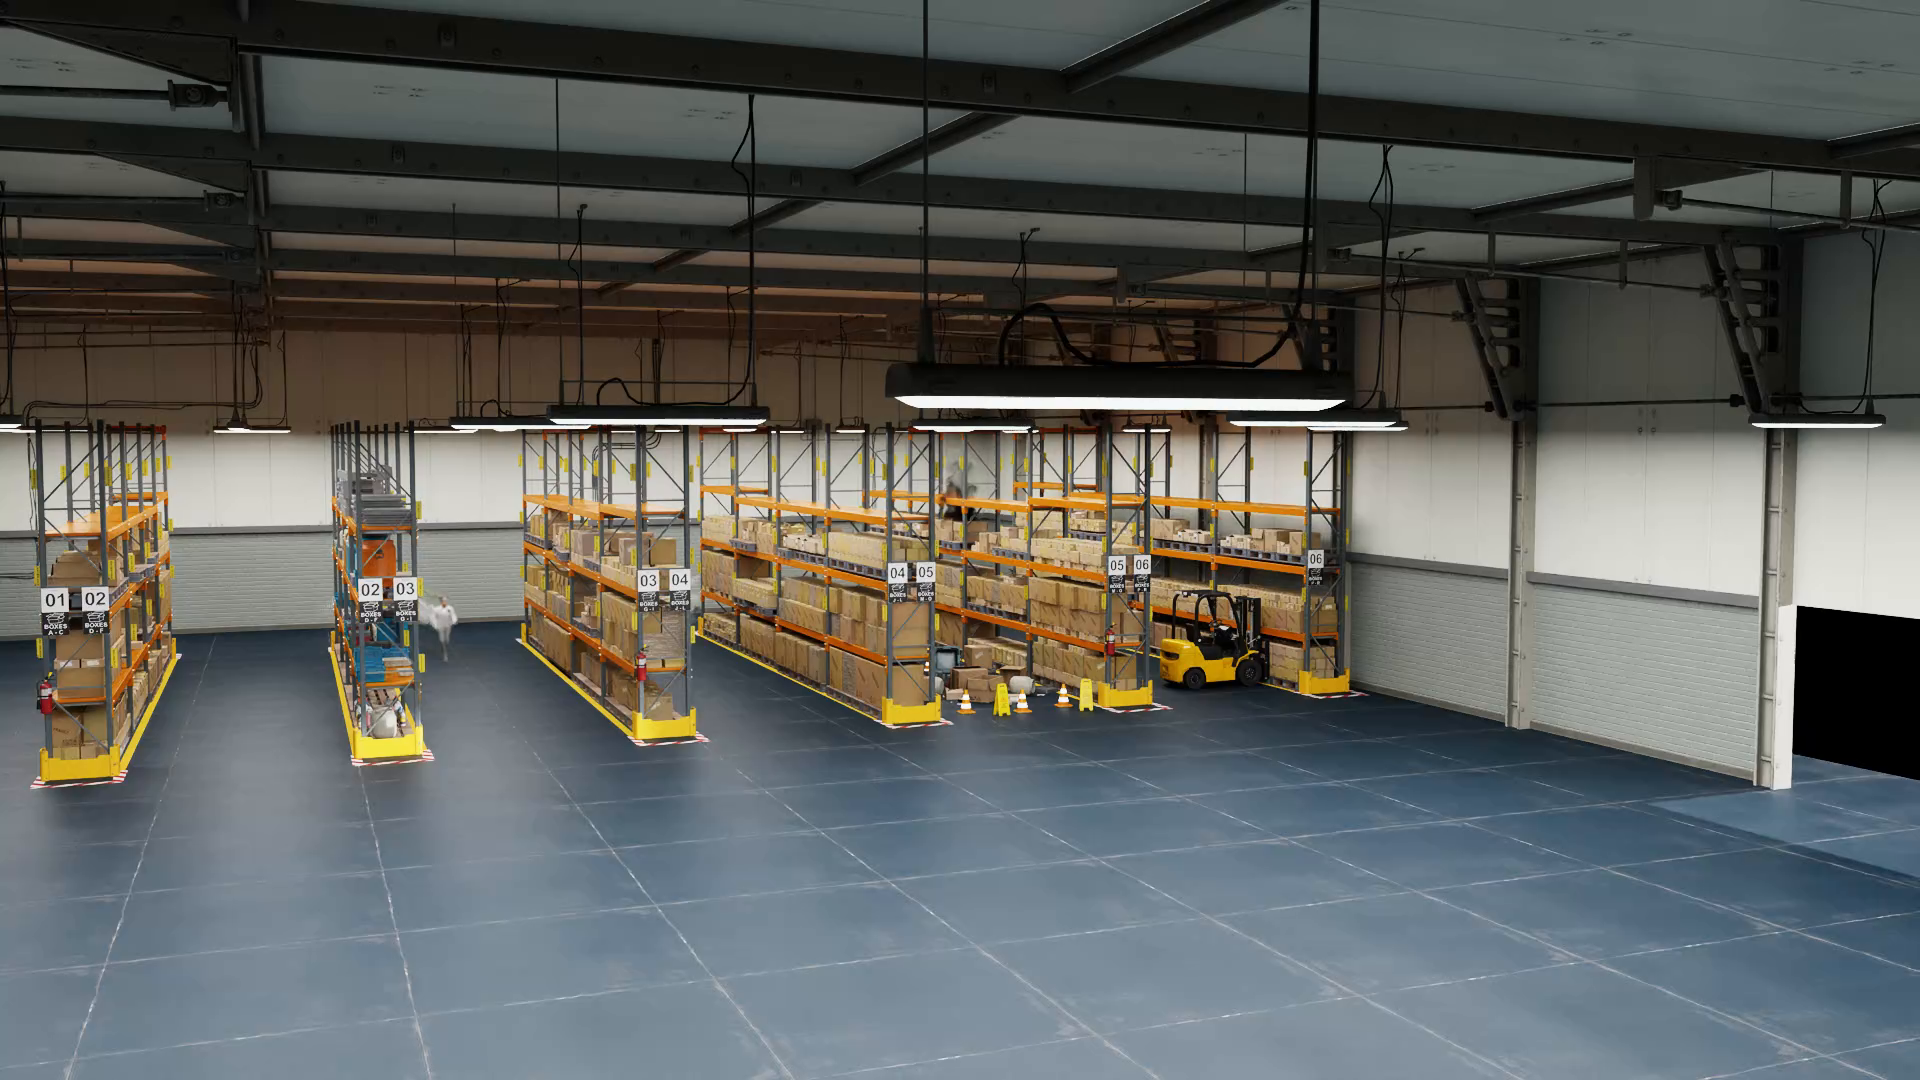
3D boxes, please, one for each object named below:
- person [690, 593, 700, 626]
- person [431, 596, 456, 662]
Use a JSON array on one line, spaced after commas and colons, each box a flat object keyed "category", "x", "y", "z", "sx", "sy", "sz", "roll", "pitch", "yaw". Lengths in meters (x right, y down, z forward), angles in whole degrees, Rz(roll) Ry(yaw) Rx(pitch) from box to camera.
[{"category": "person", "x": -7.247, "y": 2.073, "z": 44.032, "sx": 0.698, "sy": 1.819, "sz": 1.001, "roll": -1, "pitch": 4, "yaw": -20}, {"category": "person", "x": -13.202, "y": 2.241, "z": 42.535, "sx": 0.599, "sy": 1.676, "sz": 0.854, "roll": -2, "pitch": 4, "yaw": -26}]
